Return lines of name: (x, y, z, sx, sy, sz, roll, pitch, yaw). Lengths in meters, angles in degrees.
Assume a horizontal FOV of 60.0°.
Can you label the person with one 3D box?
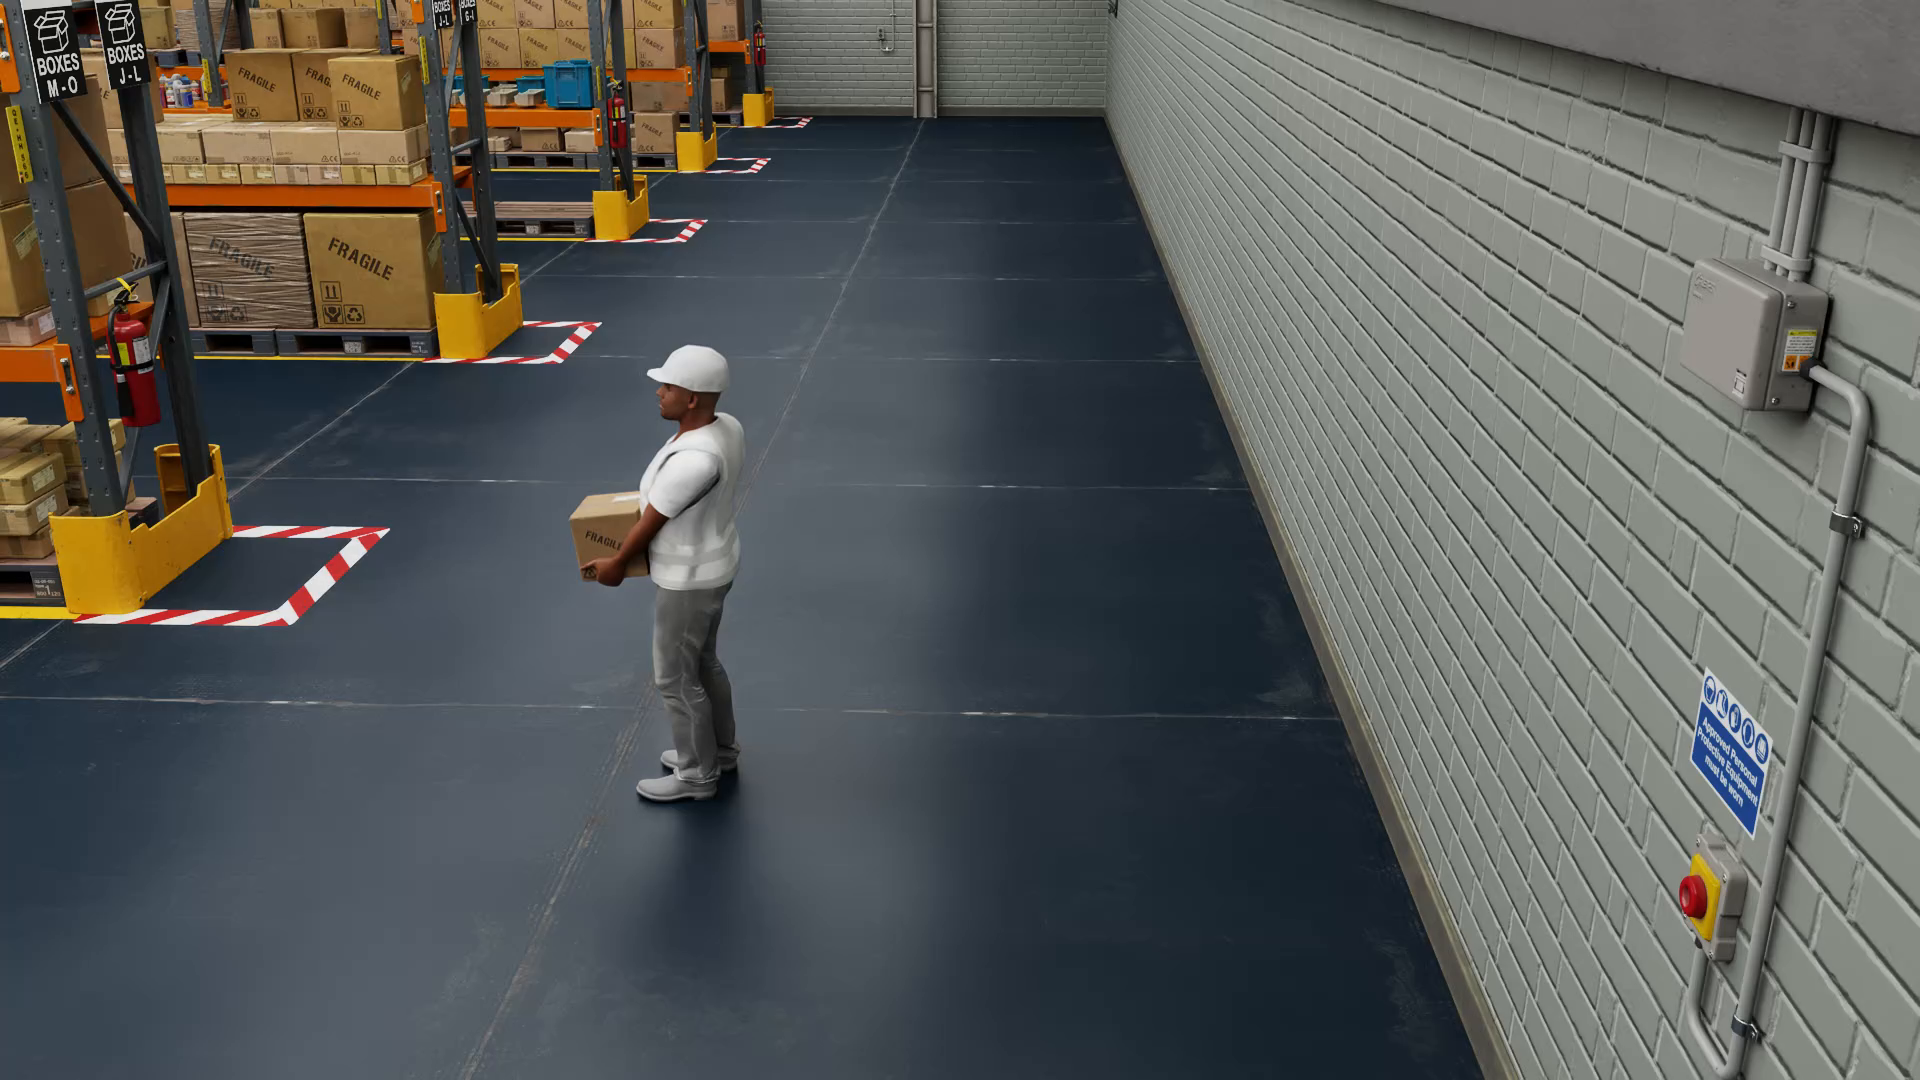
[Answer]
person: (-1.094, 0.132, 6.203, 0.585, 1.760, 0.504, 1, 21, 3)
